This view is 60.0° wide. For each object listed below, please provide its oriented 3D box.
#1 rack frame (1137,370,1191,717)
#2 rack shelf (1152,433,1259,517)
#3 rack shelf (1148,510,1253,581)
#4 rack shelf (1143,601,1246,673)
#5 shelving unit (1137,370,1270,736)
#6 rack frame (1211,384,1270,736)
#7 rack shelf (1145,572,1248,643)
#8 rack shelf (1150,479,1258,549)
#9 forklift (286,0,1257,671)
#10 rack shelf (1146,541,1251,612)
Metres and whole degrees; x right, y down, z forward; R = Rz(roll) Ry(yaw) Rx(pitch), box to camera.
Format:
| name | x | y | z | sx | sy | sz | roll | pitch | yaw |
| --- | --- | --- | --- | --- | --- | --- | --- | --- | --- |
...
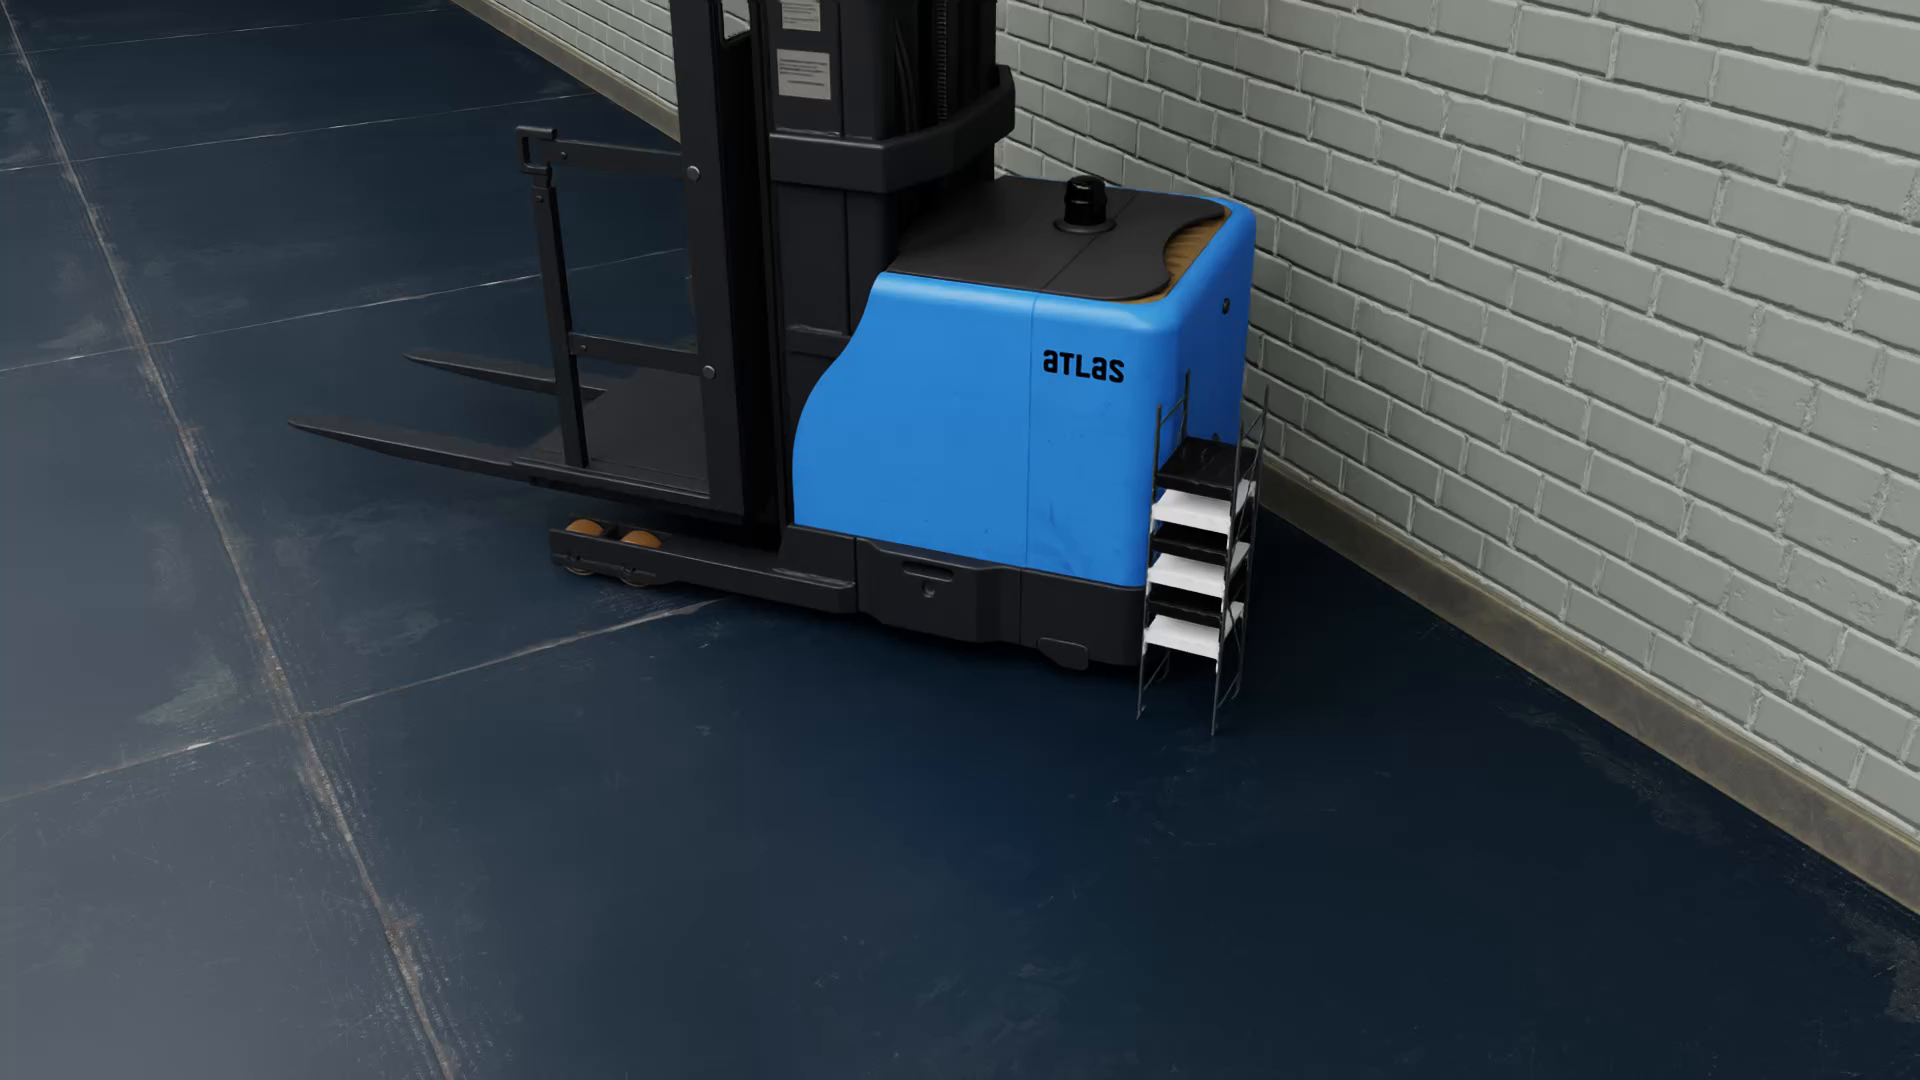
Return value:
| name | x | y | z | sx | sy | sz | roll | pitch | yaw |
| --- | --- | --- | --- | --- | --- | --- | --- | --- | --- |
| rack frame | 0.523 | 0.022 | 4.279 | 0.006 | 0.900 | 0.240 | 13 | 31 | 22 |
| rack shelf | 0.615 | -0.164 | 4.127 | 0.200 | 0.077 | 0.258 | 13 | 31 | 22 |
| rack shelf | 0.615 | -0.007 | 4.214 | 0.200 | 0.077 | 0.258 | 13 | 31 | 22 |
| rack shelf | 0.615 | 0.229 | 4.344 | 0.200 | 0.077 | 0.258 | 13 | 31 | 22 |
| shelving unit | 0.615 | 0.043 | 4.241 | 0.210 | 0.900 | 0.258 | 13 | 31 | 22 |
| rack frame | 0.707 | 0.064 | 4.203 | 0.006 | 0.900 | 0.240 | 13 | 31 | 22 |
| rack shelf | 0.615 | 0.151 | 4.301 | 0.200 | 0.077 | 0.258 | 13 | 31 | 22 |
| rack shelf | 0.615 | -0.086 | 4.170 | 0.200 | 0.077 | 0.258 | 13 | 31 | 22 |
| forklift | -0.702 | -1.366 | 4.691 | 3.031 | 2.935 | 1.130 | 11 | 31 | 19 |
| rack shelf | 0.615 | 0.072 | 4.257 | 0.200 | 0.077 | 0.258 | 13 | 31 | 22 |
